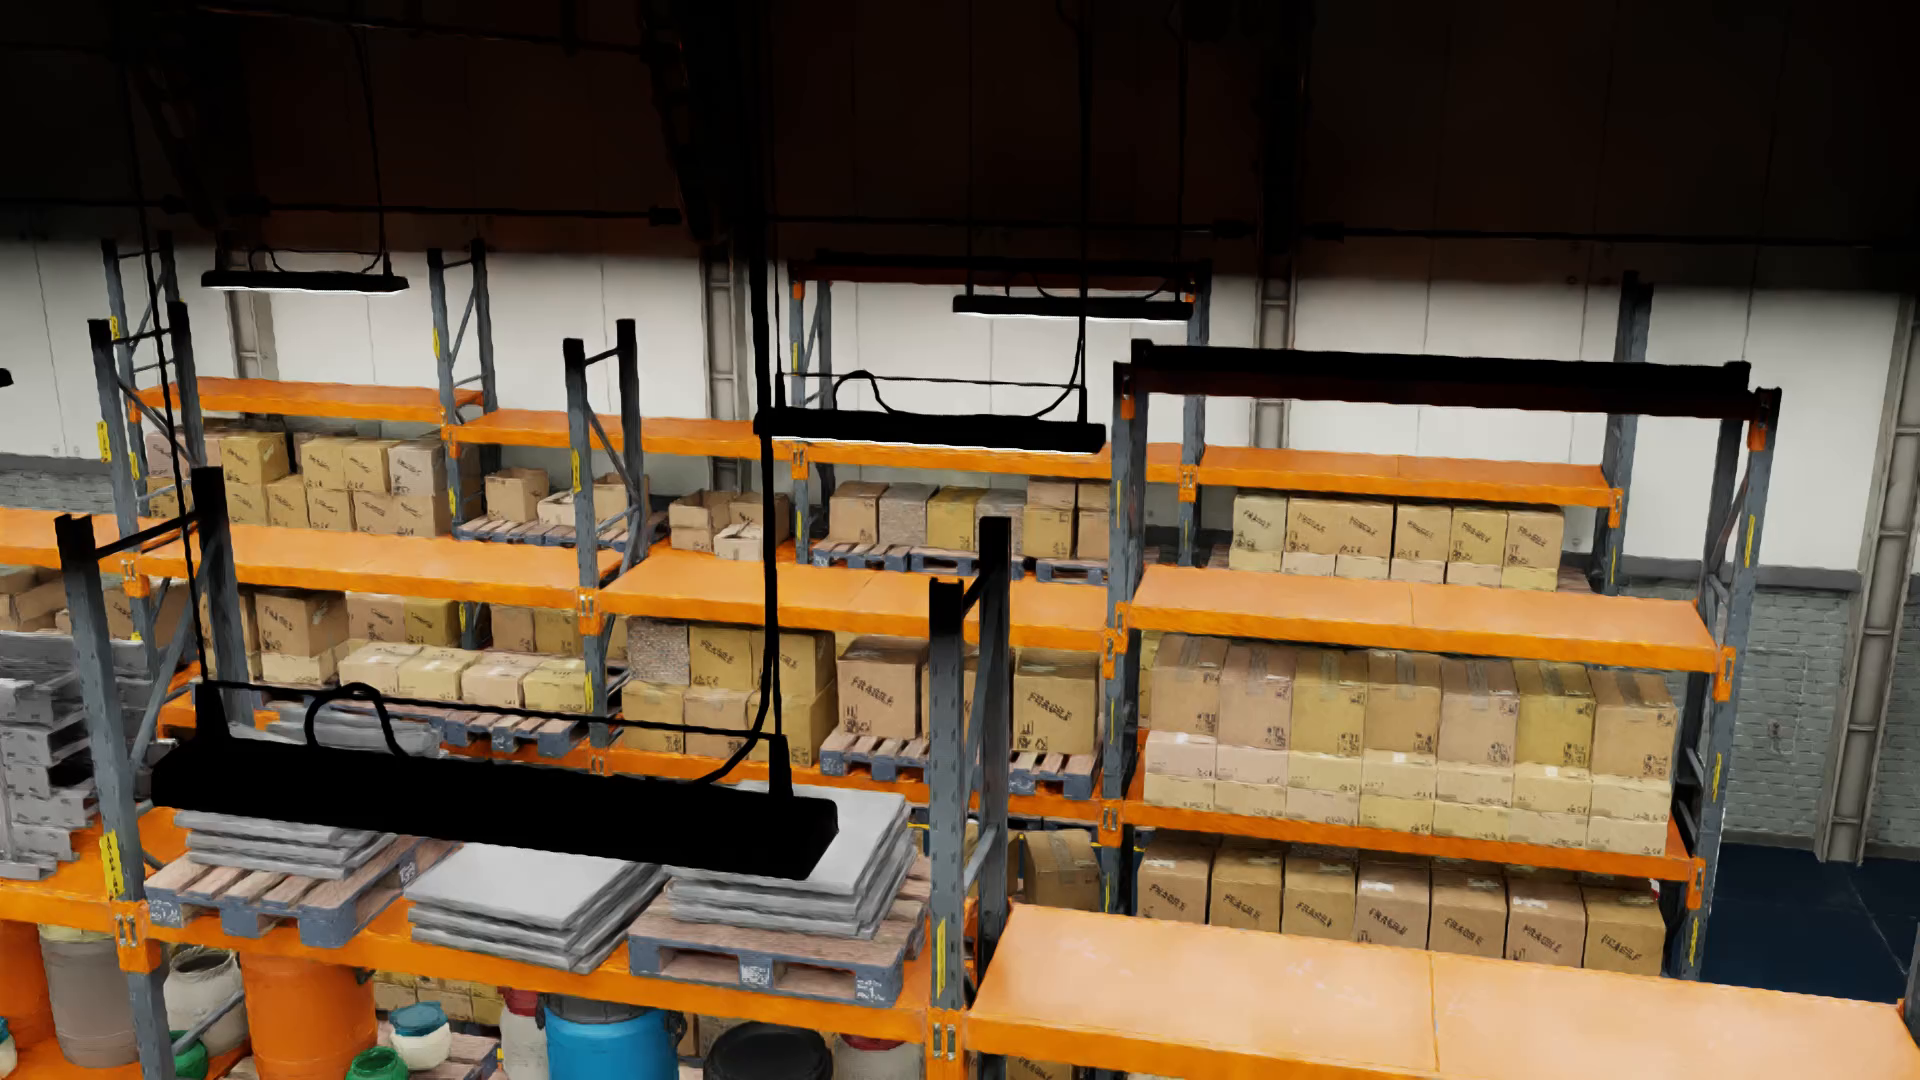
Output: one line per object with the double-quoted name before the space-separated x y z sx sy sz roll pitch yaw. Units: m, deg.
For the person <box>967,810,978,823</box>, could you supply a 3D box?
"person" 0.013 3.064 14.850 1.121 1.691 0.577 5 17 15
